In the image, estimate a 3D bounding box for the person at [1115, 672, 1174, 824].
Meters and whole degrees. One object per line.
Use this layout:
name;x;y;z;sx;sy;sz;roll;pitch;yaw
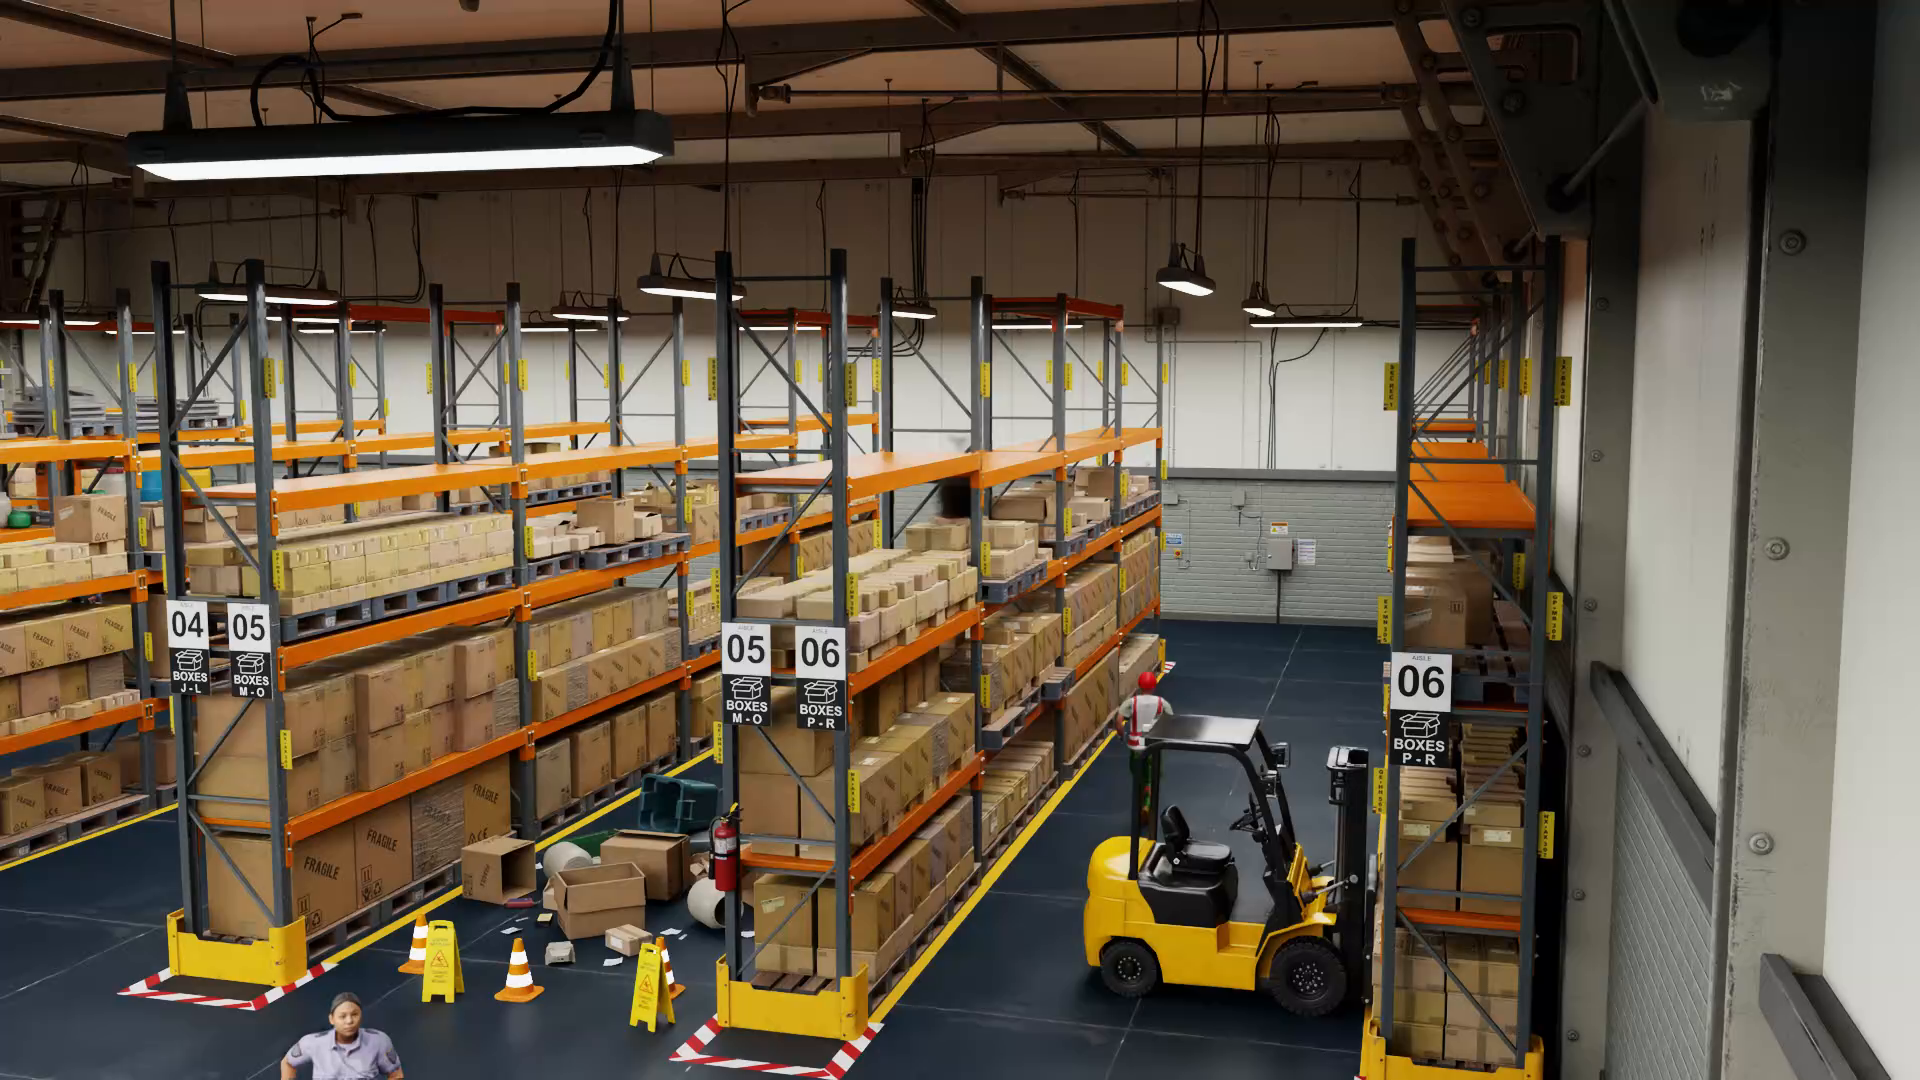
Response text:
person;2.066;2.343;18.449;0.659;1.793;0.896;1;6;12

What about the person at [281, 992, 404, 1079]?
person;-3.493;3.360;9.450;0.636;1.689;0.910;-3;7;-25
